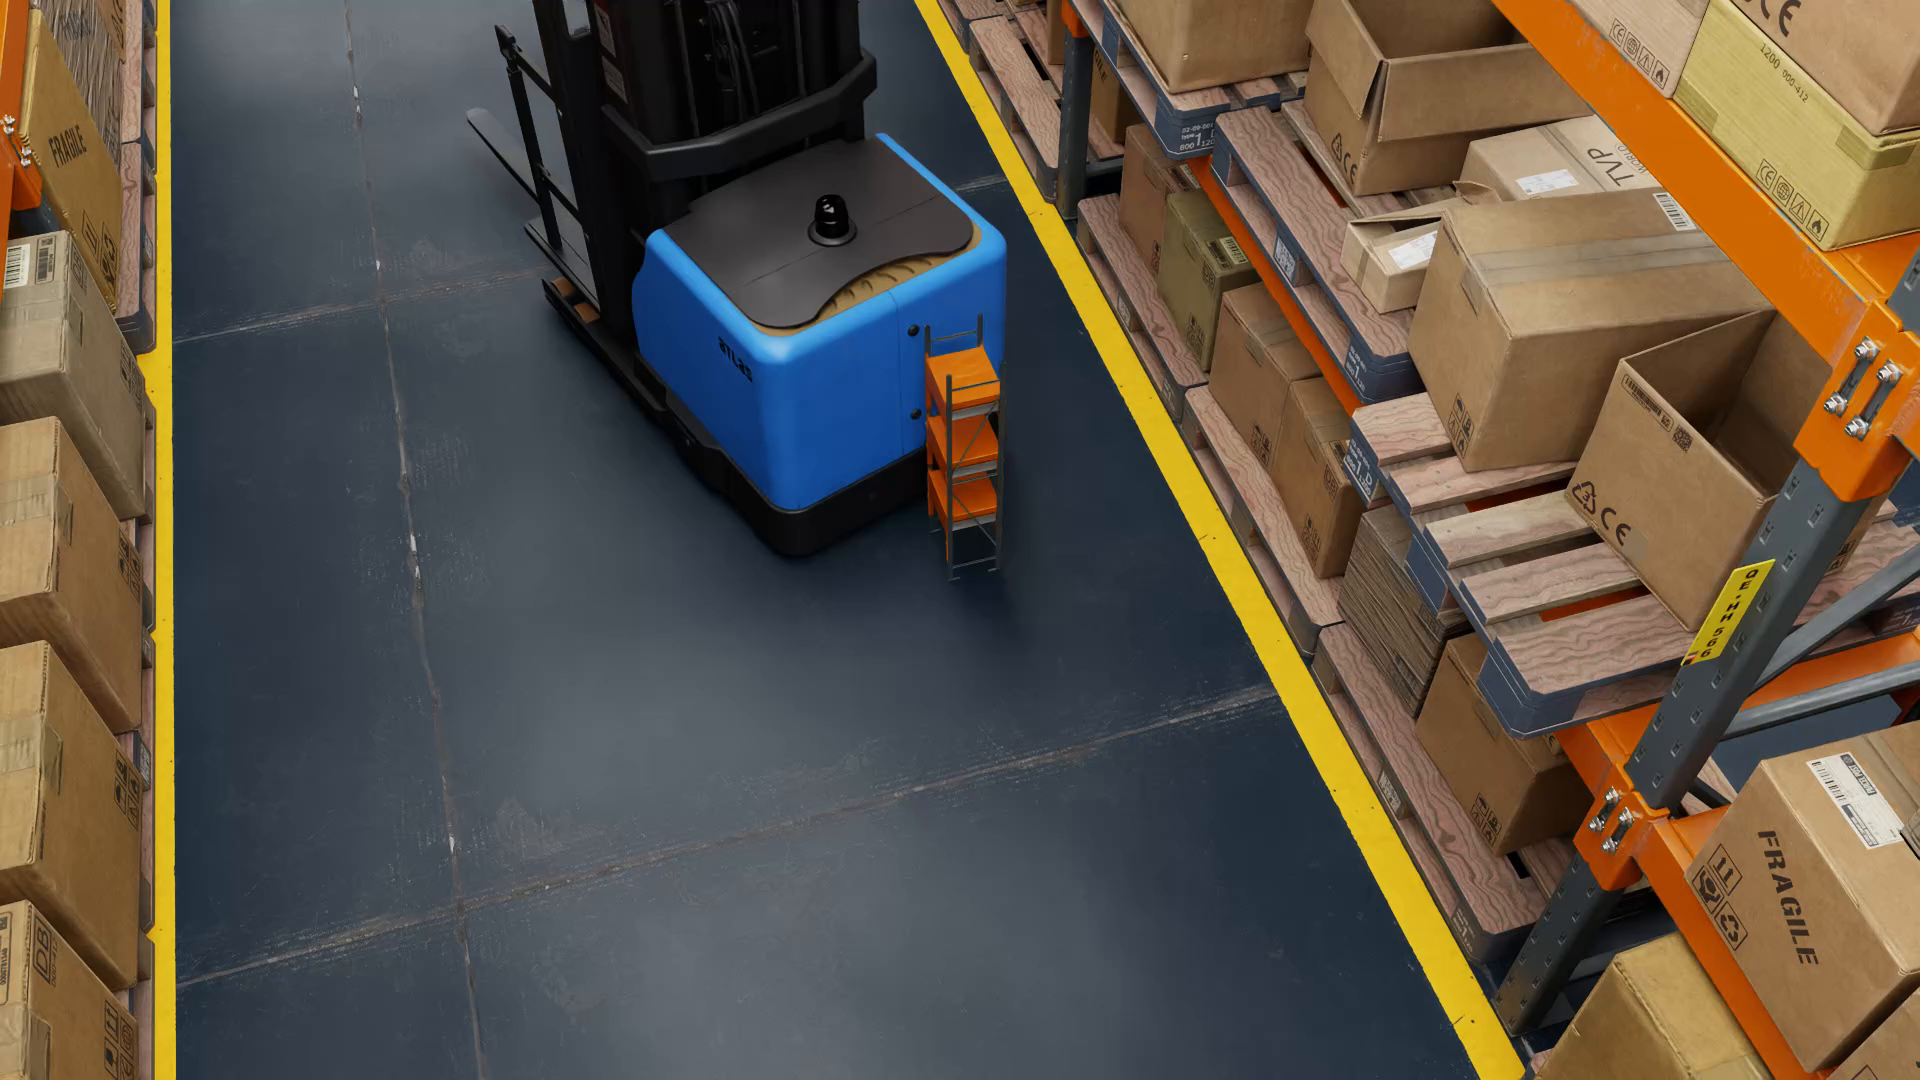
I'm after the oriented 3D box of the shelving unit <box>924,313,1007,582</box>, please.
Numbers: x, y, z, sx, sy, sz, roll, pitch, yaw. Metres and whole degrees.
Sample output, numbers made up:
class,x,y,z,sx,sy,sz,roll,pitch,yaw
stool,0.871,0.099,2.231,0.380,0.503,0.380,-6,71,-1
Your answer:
class,x,y,z,sx,sy,sz,roll,pitch,yaw
shelving unit,0.016,-0.299,5.816,0.215,1.050,0.252,-13,51,-11

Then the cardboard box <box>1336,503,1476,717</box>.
class,x,y,z,sx,sy,sz,roll,pitch,yaw
cardboard box,1.716,0.149,5.509,0.700,0.500,0.500,-17,52,-14

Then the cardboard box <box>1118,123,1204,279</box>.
class,x,y,z,sx,sy,sz,roll,pitch,yaw
cardboard box,1.088,-1.432,6.842,0.700,0.500,0.500,-17,52,-14

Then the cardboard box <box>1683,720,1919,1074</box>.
class,x,y,z,sx,sy,sz,roll,pitch,yaw
cardboard box,1.993,0.757,3.585,0.500,0.500,0.500,-12,51,-10

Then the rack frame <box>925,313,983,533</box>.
class,x,y,z,sx,sy,sz,roll,pitch,yaw
rack frame,-0.020,-0.388,5.891,0.200,1.050,0.008,-13,51,-11

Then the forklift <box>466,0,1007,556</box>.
class,x,y,z,sx,sy,sz,roll,pitch,yaw
forklift,-1.096,-1.977,6.000,1.130,2.935,3.031,-29,56,-22

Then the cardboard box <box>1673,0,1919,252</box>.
class,x,y,z,sx,sy,sz,roll,pitch,yaw
cardboard box,1.735,-0.838,3.131,0.500,0.250,0.500,-13,51,-11

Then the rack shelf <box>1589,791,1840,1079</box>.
class,x,y,z,sx,sy,sz,roll,pitch,yaw
rack shelf,2.701,2.065,3.018,1.077,0.370,4.000,-13,51,-11

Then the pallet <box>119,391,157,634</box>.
class,x,y,z,sx,sy,sz,roll,pitch,yaw
pallet,-3.541,-0.056,6.159,1.003,0.211,1.213,-13,51,-11

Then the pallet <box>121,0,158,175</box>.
class,x,y,z,sx,sy,sz,roll,pitch,yaw
pallet,-4.356,-2.068,7.856,1.003,0.211,1.213,-13,51,-11

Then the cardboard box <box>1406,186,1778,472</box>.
class,x,y,z,sx,sy,sz,roll,pitch,yaw
cardboard box,1.651,-0.566,4.425,0.700,0.500,0.500,-7,50,-6

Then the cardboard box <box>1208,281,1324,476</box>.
class,x,y,z,sx,sy,sz,roll,pitch,yaw
cardboard box,1.376,-0.671,6.201,0.700,0.500,0.500,-17,52,-14

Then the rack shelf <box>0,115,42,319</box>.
class,x,y,z,sx,sy,sz,roll,pitch,yaw
rack shelf,-3.250,0.191,4.597,1.077,0.370,4.000,-13,51,-11

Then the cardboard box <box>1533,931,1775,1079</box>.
class,x,y,z,sx,sy,sz,roll,pitch,yaw
cardboard box,2.294,1.431,4.197,1.225,0.875,0.875,-15,52,-13

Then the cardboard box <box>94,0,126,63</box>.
class,x,y,z,sx,sy,sz,roll,pitch,yaw
cardboard box,-4.499,-2.751,7.722,0.875,0.875,0.875,-14,51,-12

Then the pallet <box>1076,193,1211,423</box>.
class,x,y,z,sx,sy,sz,roll,pitch,yaw
pallet,1.158,-1.082,7.024,1.003,0.211,1.213,-13,51,-11

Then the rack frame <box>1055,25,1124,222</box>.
class,x,y,z,sx,sy,sz,roll,pitch,yaw
rack frame,0.927,-2.549,6.437,1.000,3.000,0.127,-13,51,-11

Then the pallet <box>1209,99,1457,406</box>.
class,x,y,z,sx,sy,sz,roll,pitch,yaw
pallet,1.485,-1.002,5.259,1.003,0.211,1.213,-13,51,-11

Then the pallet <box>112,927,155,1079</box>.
class,x,y,z,sx,sy,sz,roll,pitch,yaw
pallet,-2.820,1.726,4.657,1.003,0.211,1.213,-13,51,-11

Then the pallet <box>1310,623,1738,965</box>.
class,x,y,z,sx,sy,sz,roll,pitch,yaw
pallet,1.880,0.700,5.522,1.003,0.211,1.213,-13,51,-11

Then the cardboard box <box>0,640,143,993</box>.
class,x,y,z,sx,sy,sz,roll,pitch,yaw
cardboard box,-3.014,0.907,4.720,1.050,0.750,0.750,-13,51,-10

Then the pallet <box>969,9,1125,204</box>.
class,x,y,z,sx,sy,sz,roll,pitch,yaw
pallet,0.694,-2.133,7.910,1.003,0.211,1.213,-13,51,-11

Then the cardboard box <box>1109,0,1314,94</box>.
class,x,y,z,sx,sy,sz,roll,pitch,yaw
cardboard box,1.028,-2.266,5.531,1.000,1.000,1.000,-13,51,-11

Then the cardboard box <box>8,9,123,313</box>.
class,x,y,z,sx,sy,sz,roll,pitch,yaw
cardboard box,-3.961,-1.427,6.606,0.875,0.875,0.875,-13,51,-10

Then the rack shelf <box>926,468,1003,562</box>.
class,x,y,z,sx,sy,sz,roll,pitch,yaw
rack shelf,0.016,-0.113,6.036,0.215,0.259,0.240,-13,51,-11

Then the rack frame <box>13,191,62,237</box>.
class,x,y,z,sx,sy,sz,roll,pitch,yaw
rack frame,-3.842,-1.501,5.554,1.000,3.000,0.127,-13,51,-11

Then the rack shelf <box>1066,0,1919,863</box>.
class,x,y,z,sx,sy,sz,roll,pitch,yaw
rack shelf,1.518,-0.856,5.481,1.077,0.370,4.000,-13,51,-11

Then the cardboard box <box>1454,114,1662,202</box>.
class,x,y,z,sx,sy,sz,roll,pitch,yaw
cardboard box,1.833,-0.991,4.947,0.500,0.250,0.500,-15,51,-12

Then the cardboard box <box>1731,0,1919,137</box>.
class,x,y,z,sx,sy,sz,roll,pitch,yaw
cardboard box,1.729,-1.080,2.844,0.500,0.500,0.500,-12,51,-10

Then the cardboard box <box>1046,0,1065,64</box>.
class,x,y,z,sx,sy,sz,roll,pitch,yaw
cardboard box,0.670,-2.597,7.837,0.500,0.500,0.500,1,50,1

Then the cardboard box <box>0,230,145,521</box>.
class,x,y,z,sx,sy,sz,roll,pitch,yaw
cardboard box,-3.572,-0.479,5.888,1.050,0.750,0.750,-14,51,-11

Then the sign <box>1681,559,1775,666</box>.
class,x,y,z,sx,sy,sz,roll,pitch,yaw
sign,1.594,0.154,3.453,0.100,0.325,0.005,-13,51,-11
